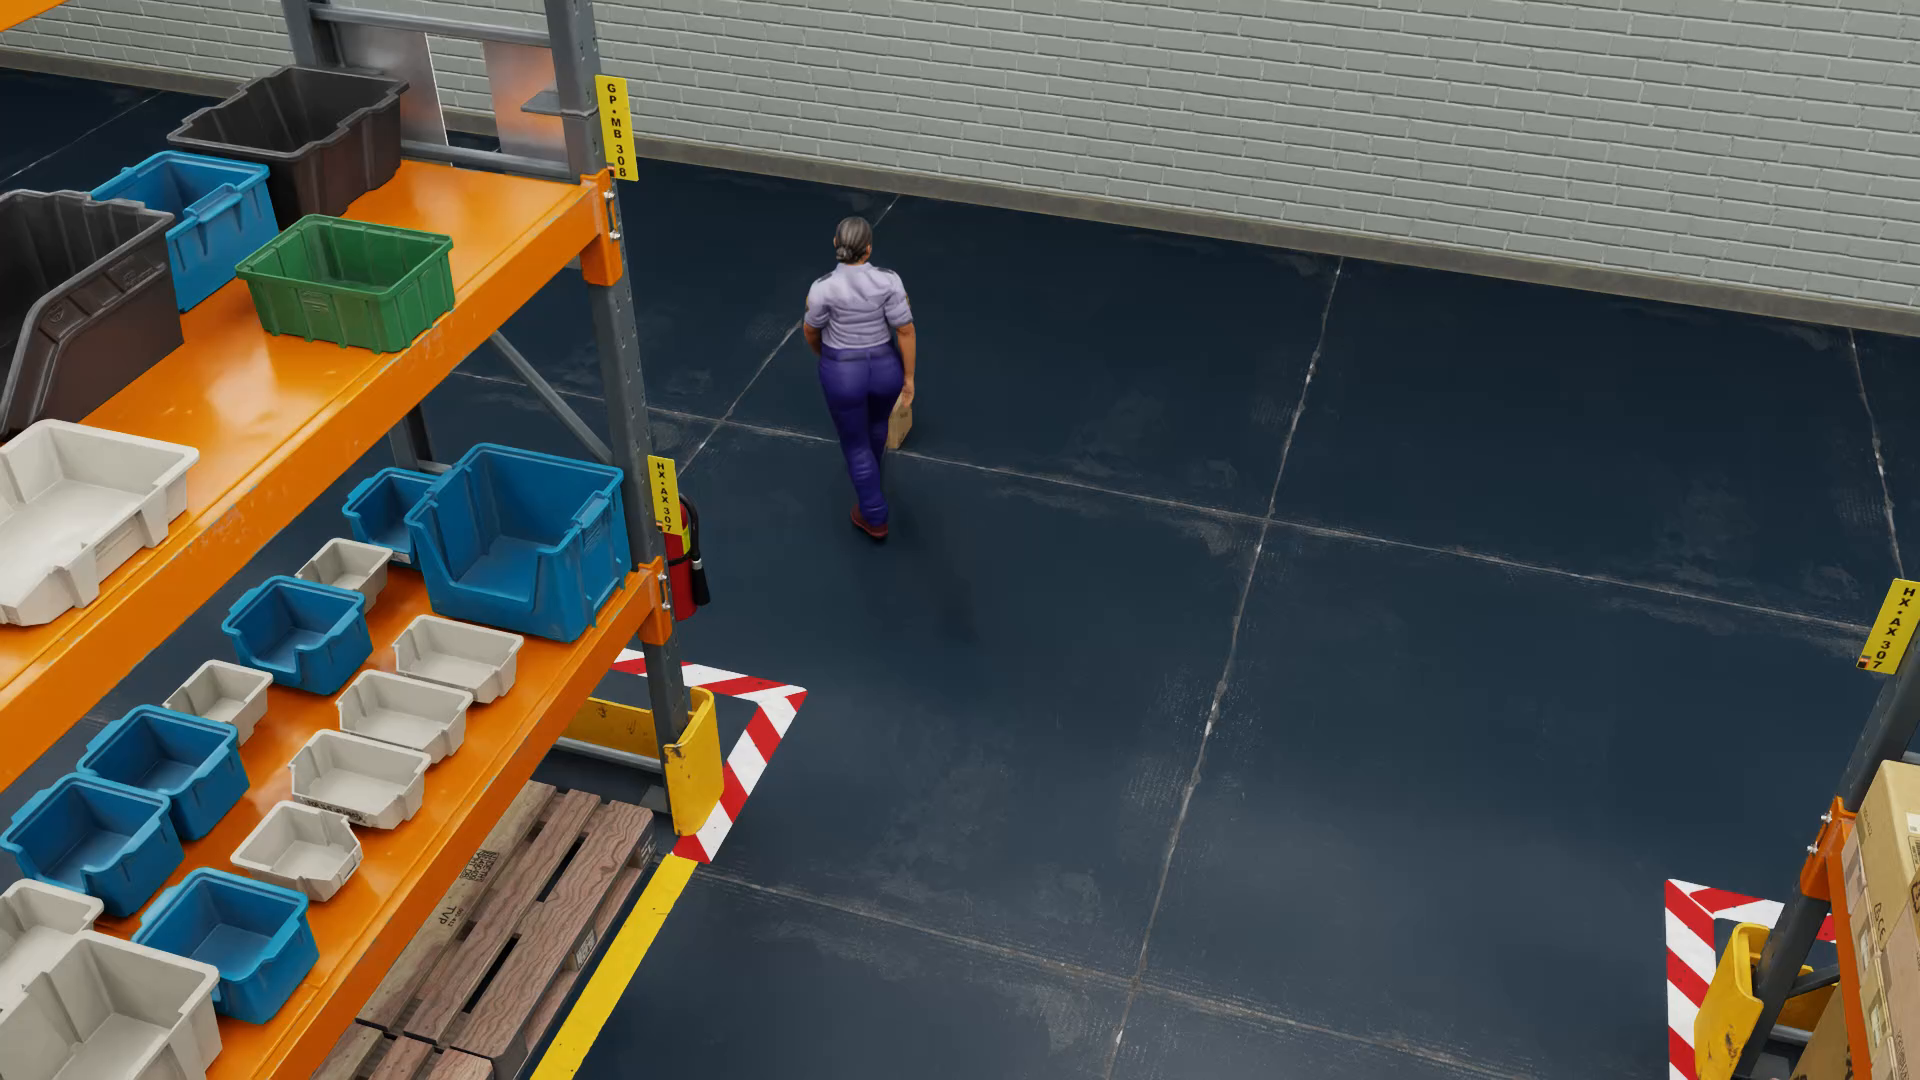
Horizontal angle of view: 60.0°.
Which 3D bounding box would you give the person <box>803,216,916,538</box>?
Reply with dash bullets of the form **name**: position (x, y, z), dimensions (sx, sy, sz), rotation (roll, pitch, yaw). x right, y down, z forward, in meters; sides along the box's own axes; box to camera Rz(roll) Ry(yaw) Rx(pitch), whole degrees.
- **person**: position (-0.513, -0.840, 7.998), dimensions (0.476, 1.647, 0.735), rotation (-14, 40, -18)
